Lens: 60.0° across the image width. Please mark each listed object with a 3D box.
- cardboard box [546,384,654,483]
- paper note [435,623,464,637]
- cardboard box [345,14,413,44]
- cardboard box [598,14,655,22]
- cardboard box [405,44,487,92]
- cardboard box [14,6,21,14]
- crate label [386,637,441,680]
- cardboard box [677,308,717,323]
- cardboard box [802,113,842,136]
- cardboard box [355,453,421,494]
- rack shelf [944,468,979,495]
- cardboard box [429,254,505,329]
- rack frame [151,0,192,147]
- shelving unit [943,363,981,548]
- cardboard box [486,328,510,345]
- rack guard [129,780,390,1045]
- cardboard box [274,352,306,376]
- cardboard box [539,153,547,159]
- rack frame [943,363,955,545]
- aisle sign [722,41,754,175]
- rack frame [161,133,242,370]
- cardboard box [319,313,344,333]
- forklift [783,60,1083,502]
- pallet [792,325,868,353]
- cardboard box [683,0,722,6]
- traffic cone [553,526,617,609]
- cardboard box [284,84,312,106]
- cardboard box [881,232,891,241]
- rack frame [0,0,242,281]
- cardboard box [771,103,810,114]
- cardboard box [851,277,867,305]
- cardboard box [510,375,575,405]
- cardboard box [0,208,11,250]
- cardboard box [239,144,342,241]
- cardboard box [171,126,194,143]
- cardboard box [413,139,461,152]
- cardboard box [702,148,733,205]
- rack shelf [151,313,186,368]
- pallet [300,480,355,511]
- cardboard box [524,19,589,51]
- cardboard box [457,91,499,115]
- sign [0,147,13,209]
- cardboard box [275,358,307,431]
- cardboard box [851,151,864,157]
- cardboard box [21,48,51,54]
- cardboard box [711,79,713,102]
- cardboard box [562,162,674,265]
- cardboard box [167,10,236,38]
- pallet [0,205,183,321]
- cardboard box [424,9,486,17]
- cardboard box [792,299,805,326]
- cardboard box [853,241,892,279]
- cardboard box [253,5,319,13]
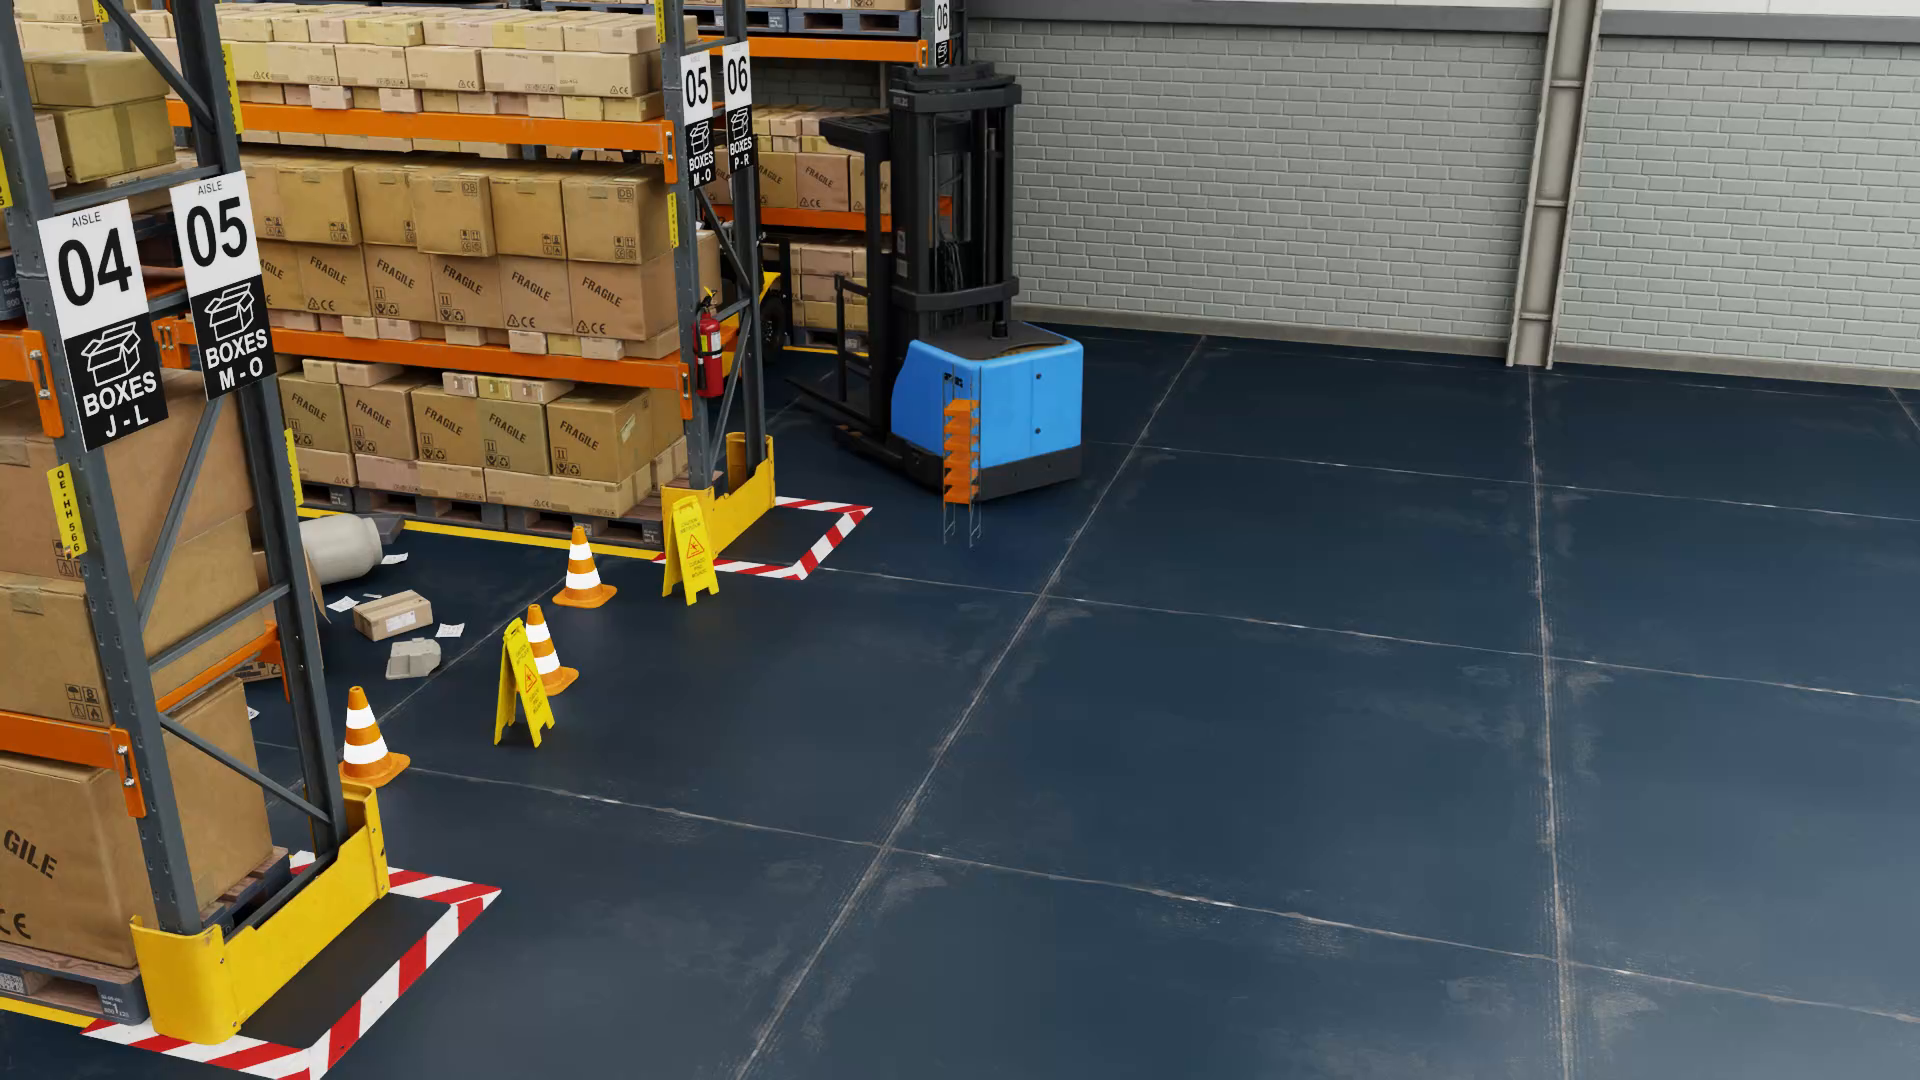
[{"bbox_3d":[-2.406,-0.720,11.154,0.500,0.500,0.500,7,23,16],"label":"cardboard box"},{"bbox_3d":[-3.043,0.536,9.924,0.142,0.019,0.148,-1,22,-3],"label":"paper note"},{"bbox_3d":[-3.673,-3.243,10.551,0.250,0.149,0.380,7,23,17],"label":"cardboard box"},{"bbox_3d":[-2.090,-3.233,10.527,0.250,0.149,0.380,6,23,15],"label":"cardboard box"},{"bbox_3d":[-3.110,-2.982,10.441,0.500,0.250,0.500,7,23,17],"label":"cardboard box"},{"bbox_3d":[-6.811,-3.721,12.080,0.500,0.250,0.500,6,23,15],"label":"cardboard box"},{"bbox_3d":[-3.113,0.665,9.467,0.298,0.136,0.250,-5,23,-12],"label":"crate label"},{"bbox_3d":[-1.829,-1.454,11.192,0.250,0.149,0.380,7,23,16],"label":"cardboard box"},{"bbox_3d":[-1.257,-3.797,15.195,0.250,0.149,0.380,7,23,16],"label":"cardboard box"},{"bbox_3d":[-3.883,-0.544,11.713,0.500,0.250,0.500,6,23,15],"label":"cardboard box"},{"bbox_3d":[0.014,-0.401,11.101,0.180,0.103,0.258,7,23,16],"label":"rack shelf"},{"bbox_3d":[-3.119,-1.713,10.971,0.500,0.500,0.500,6,23,15],"label":"cardboard box"},{"bbox_3d":[-7.792,-4.138,17.406,0.127,3.000,1.000,7,23,16],"label":"rack frame"},{"bbox_3d":[0.014,-0.554,11.038,0.189,1.200,0.258,7,23,16],"label":"shelving unit"},{"bbox_3d":[-2.957,-1.424,11.121,0.250,0.149,0.380,7,23,16],"label":"cardboard box"},{"bbox_3d":[-2.873,1.511,6.927,0.348,0.500,1.175,7,23,16],"label":"rack guard"},{"bbox_3d":[-4.804,-1.267,11.633,0.250,0.149,0.380,7,23,16],"label":"cardboard box"},{"bbox_3d":[-4.360,-3.784,16.740,0.500,0.250,0.500,7,23,17],"label":"cardboard box"},{"bbox_3d":[-0.074,-0.564,11.063,0.006,1.200,0.240,7,23,16],"label":"rack frame"},{"bbox_3d":[-1.414,-2.766,10.635,0.004,0.787,0.394,7,23,16],"label":"aisle sign"},{"bbox_3d":[-5.393,-1.896,11.940,0.127,3.000,1.000,7,23,16],"label":"rack frame"},{"bbox_3d":[-4.173,-1.544,11.413,0.250,0.149,0.380,6,23,15],"label":"cardboard box"},{"bbox_3d":[-0.355,-2.128,12.595,1.130,2.935,3.031,-15,27,-32],"label":"forklift"},{"bbox_3d":[-0.877,-2.040,15.965,1.213,0.211,1.003,7,23,16],"label":"pallet"},{"bbox_3d":[-2.128,-5.124,15.036,0.637,0.503,0.797,7,23,17],"label":"cardboard box"},{"bbox_3d":[-2.348,0.138,10.324,0.334,0.463,0.336,7,23,16],"label":"traffic cone"},{"bbox_3d":[-4.181,-2.933,10.846,0.250,0.149,0.380,6,23,14],"label":"cardboard box"},{"bbox_3d":[-0.539,-2.768,15.817,0.500,0.250,0.500,6,23,15],"label":"cardboard box"},{"bbox_3d":[-2.896,-2.423,5.321,0.127,3.000,1.000,7,23,16],"label":"rack frame"},{"bbox_3d":[-1.606,-4.041,15.792,0.250,0.149,0.380,6,23,14],"label":"cardboard box"},{"bbox_3d":[-0.689,-2.355,15.469,0.500,0.250,0.500,6,23,15],"label":"cardboard box"},{"bbox_3d":[-2.776,-1.036,11.069,0.250,0.149,0.380,7,23,17],"label":"cardboard box"},{"bbox_3d":[-3.313,-1.073,5.627,0.250,0.149,0.380,6,23,15],"label":"cardboard box"},{"bbox_3d":[-4.552,-2.351,11.209,0.500,0.500,0.700,7,23,16],"label":"cardboard box"},{"bbox_3d":[-8.240,-4.492,17.583,0.500,0.500,0.500,8,24,18],"label":"cardboard box"},{"bbox_3d":[-5.001,-3.876,16.307,0.500,0.250,0.500,6,23,14],"label":"cardboard box"},{"bbox_3d":[-2.149,-3.434,15.556,0.500,0.500,0.500,7,23,16],"label":"cardboard box"},{"bbox_3d":[-7.308,-1.782,12.611,4.000,0.370,1.077,7,23,16],"label":"rack shelf"},{"bbox_3d":[-4.740,-0.545,12.321,1.213,0.211,1.003,7,23,16],"label":"pallet"},{"bbox_3d":[-2.458,-3.091,10.181,0.250,0.149,0.380,6,23,15],"label":"cardboard box"},{"bbox_3d":[-2.953,-2.785,10.487,0.250,0.149,0.380,6,23,15],"label":"cardboard box"},{"bbox_3d":[-3.066,-1.213,5.260,0.005,0.325,0.100,7,23,16],"label":"sign"},{"bbox_3d":[-4.906,-1.002,11.843,0.500,0.500,0.500,8,24,18],"label":"cardboard box"},{"bbox_3d":[-0.799,-3.561,15.013,0.250,0.149,0.380,7,23,16],"label":"cardboard box"},{"bbox_3d":[-3.609,-1.737,6.194,0.250,0.149,0.380,6,23,15],"label":"cardboard box"},{"bbox_3d":[-1.787,-2.883,10.725,0.250,0.149,0.380,7,23,16],"label":"cardboard box"},{"bbox_3d":[-2.115,-2.081,10.549,0.500,0.500,0.700,6,23,14],"label":"cardboard box"},{"bbox_3d":[-4.928,-3.365,10.850,0.250,0.149,0.380,7,23,17],"label":"cardboard box"},{"bbox_3d":[-3.610,-1.072,6.096,1.213,0.211,1.003,7,23,16],"label":"pallet"},{"bbox_3d":[-3.292,-3.389,10.908,0.250,0.149,0.380,7,23,17],"label":"cardboard box"},{"bbox_3d":[-1.624,-2.236,15.839,0.500,0.250,0.500,7,23,16],"label":"cardboard box"},{"bbox_3d":[-0.664,-2.583,15.367,0.500,0.250,0.500,7,23,17],"label":"cardboard box"},{"bbox_3d":[-4.532,-3.519,11.225,0.250,0.149,0.380,7,23,17],"label":"cardboard box"}]
